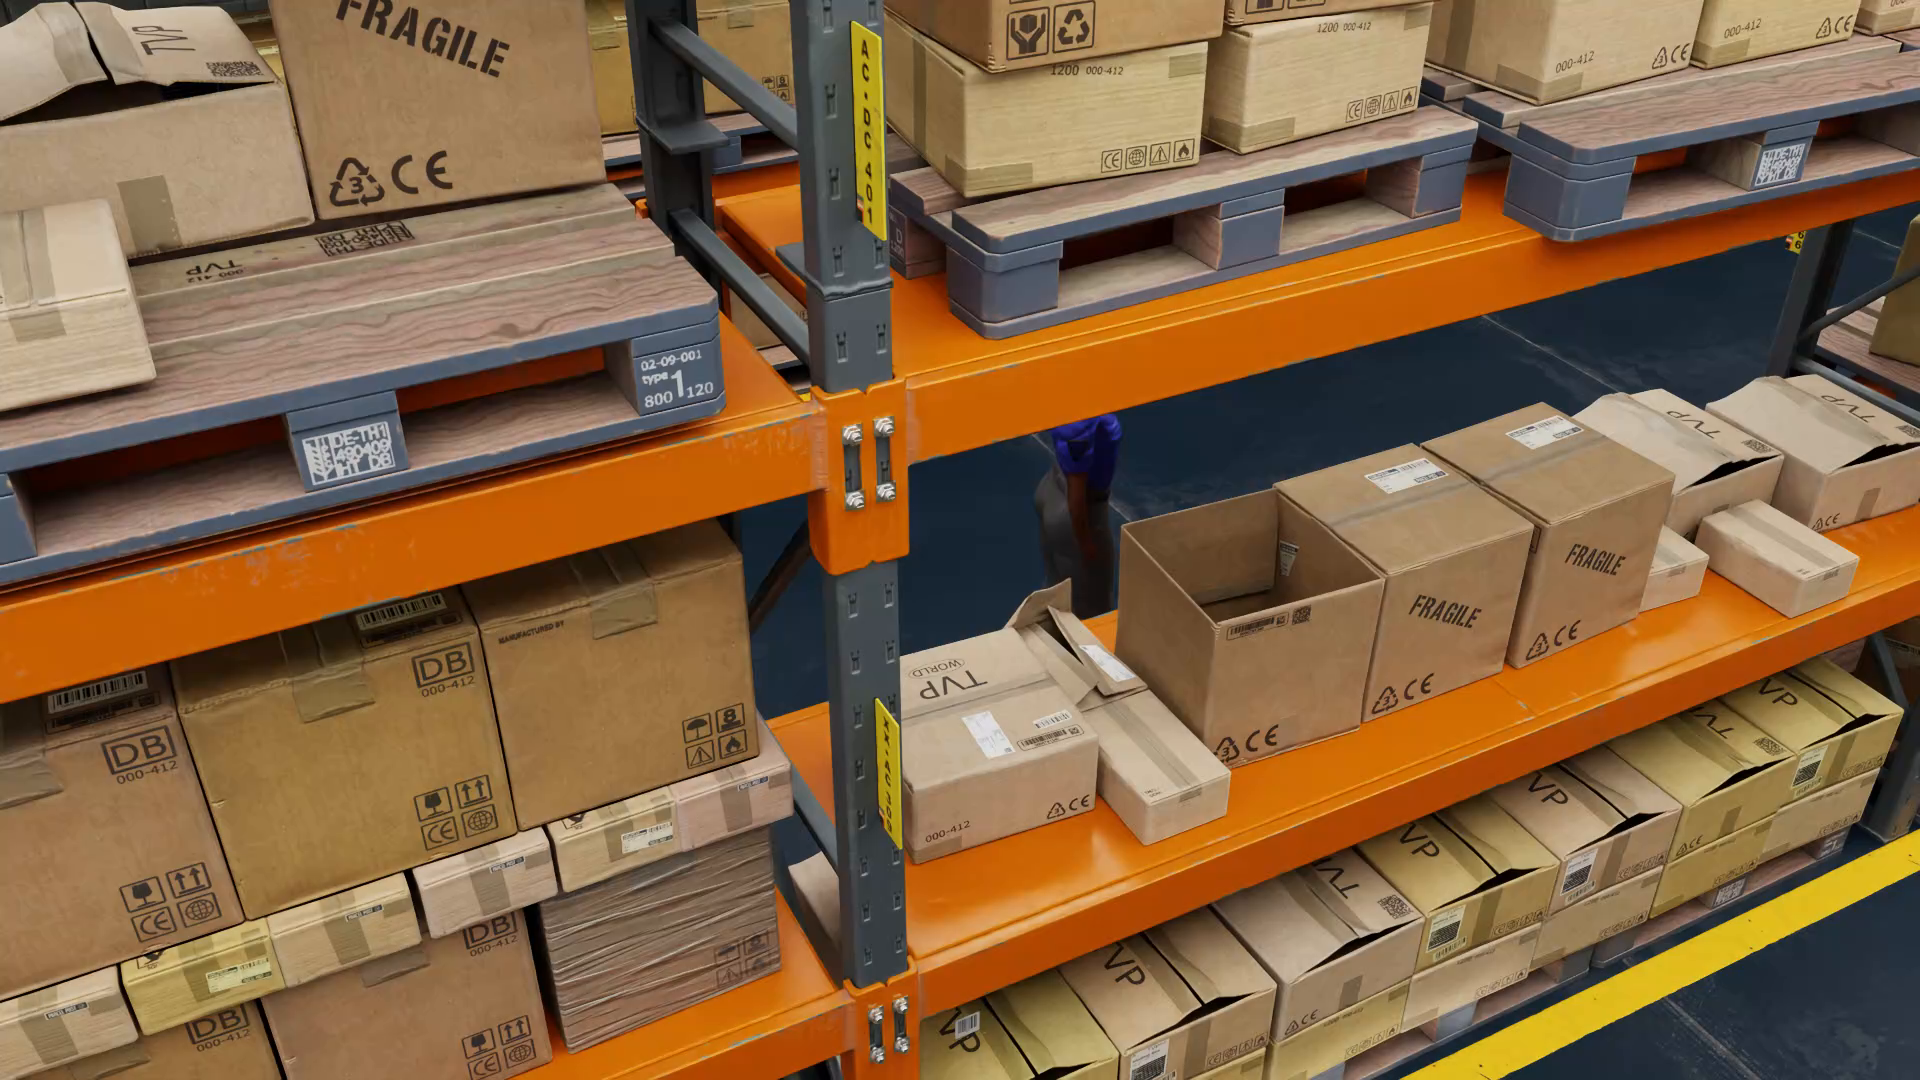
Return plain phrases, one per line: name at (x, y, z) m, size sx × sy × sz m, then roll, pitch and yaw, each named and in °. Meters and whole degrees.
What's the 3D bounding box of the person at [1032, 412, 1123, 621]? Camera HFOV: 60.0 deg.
person at (0.455, -0.078, 6.258) m, size 0.322 × 1.677 × 0.579 m, roll -5°, pitch 34°, yaw -8°
